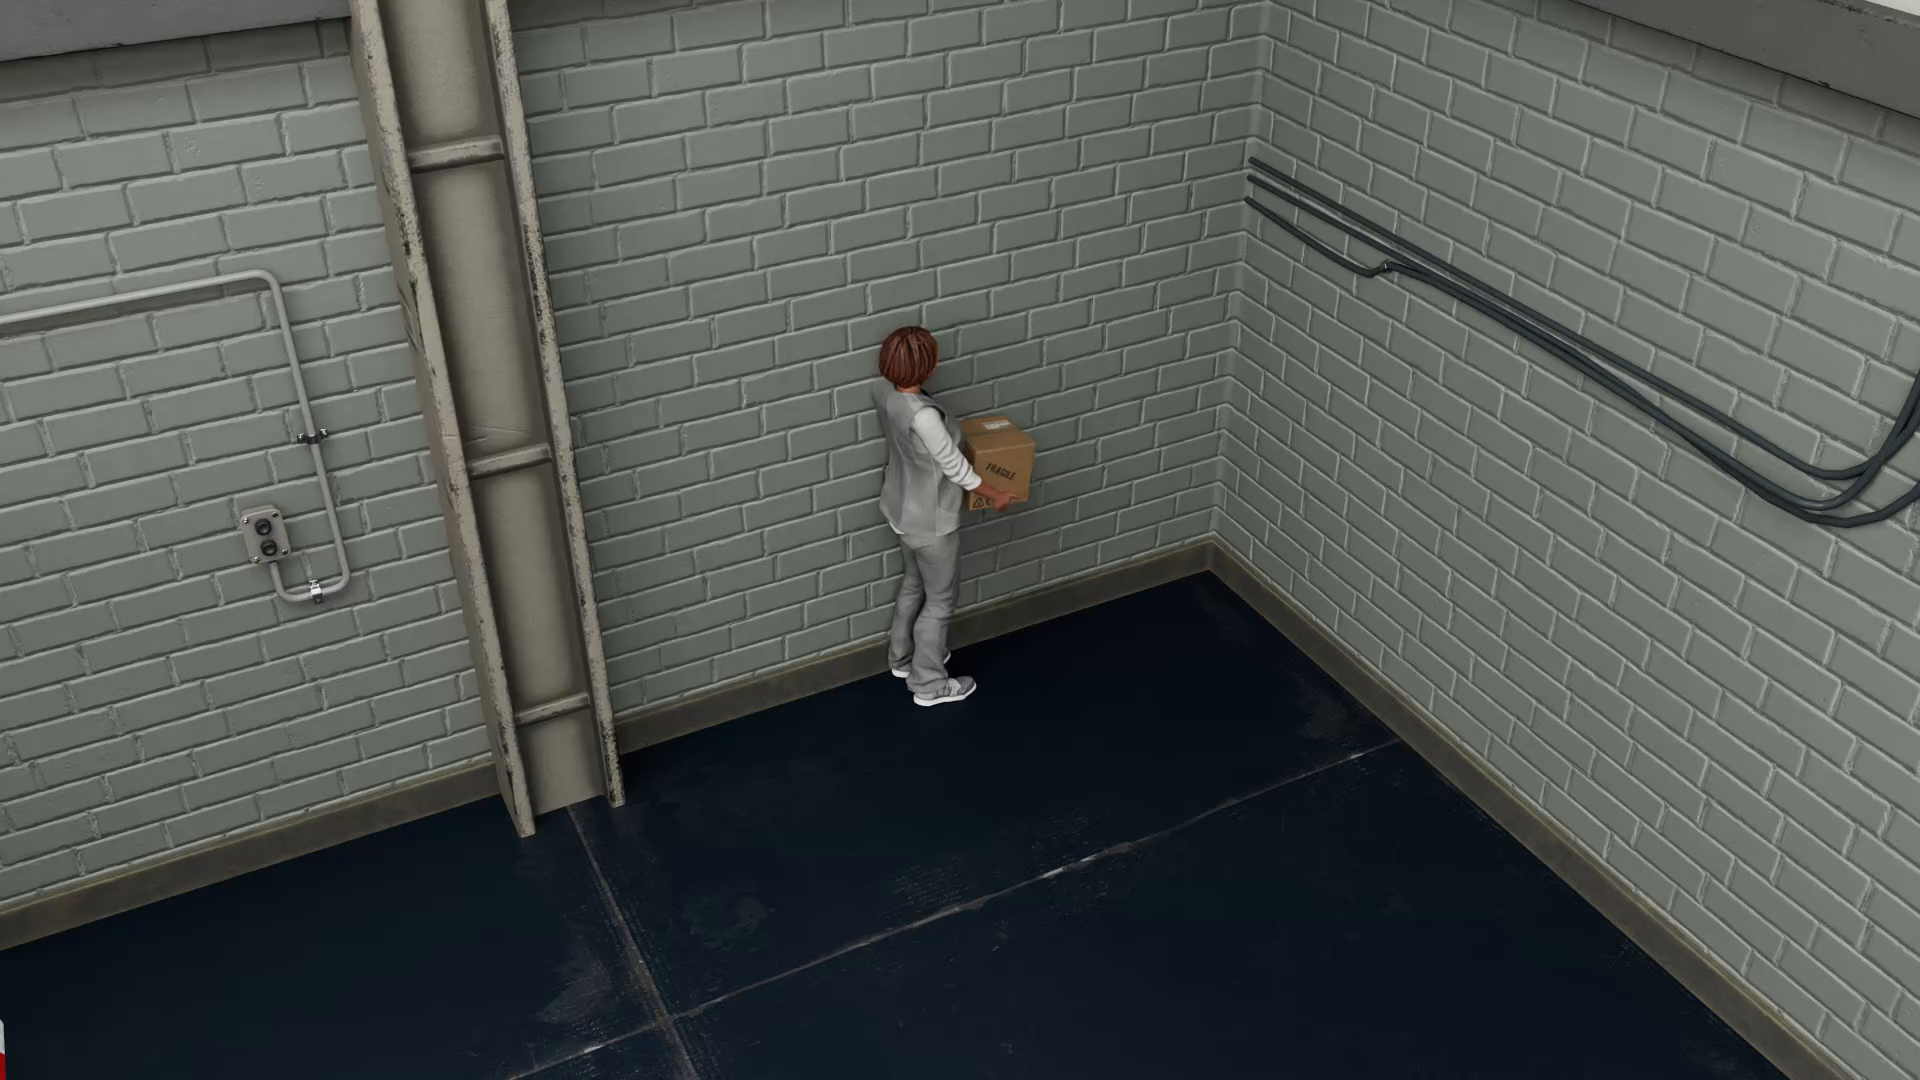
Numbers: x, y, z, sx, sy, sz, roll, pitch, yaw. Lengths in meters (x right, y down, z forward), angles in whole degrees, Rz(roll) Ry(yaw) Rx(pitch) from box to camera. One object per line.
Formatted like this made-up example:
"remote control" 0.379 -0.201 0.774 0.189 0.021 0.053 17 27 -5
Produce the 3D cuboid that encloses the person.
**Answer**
"person" -0.056 -0.107 6.317 0.494 1.593 0.404 -15 37 -22
